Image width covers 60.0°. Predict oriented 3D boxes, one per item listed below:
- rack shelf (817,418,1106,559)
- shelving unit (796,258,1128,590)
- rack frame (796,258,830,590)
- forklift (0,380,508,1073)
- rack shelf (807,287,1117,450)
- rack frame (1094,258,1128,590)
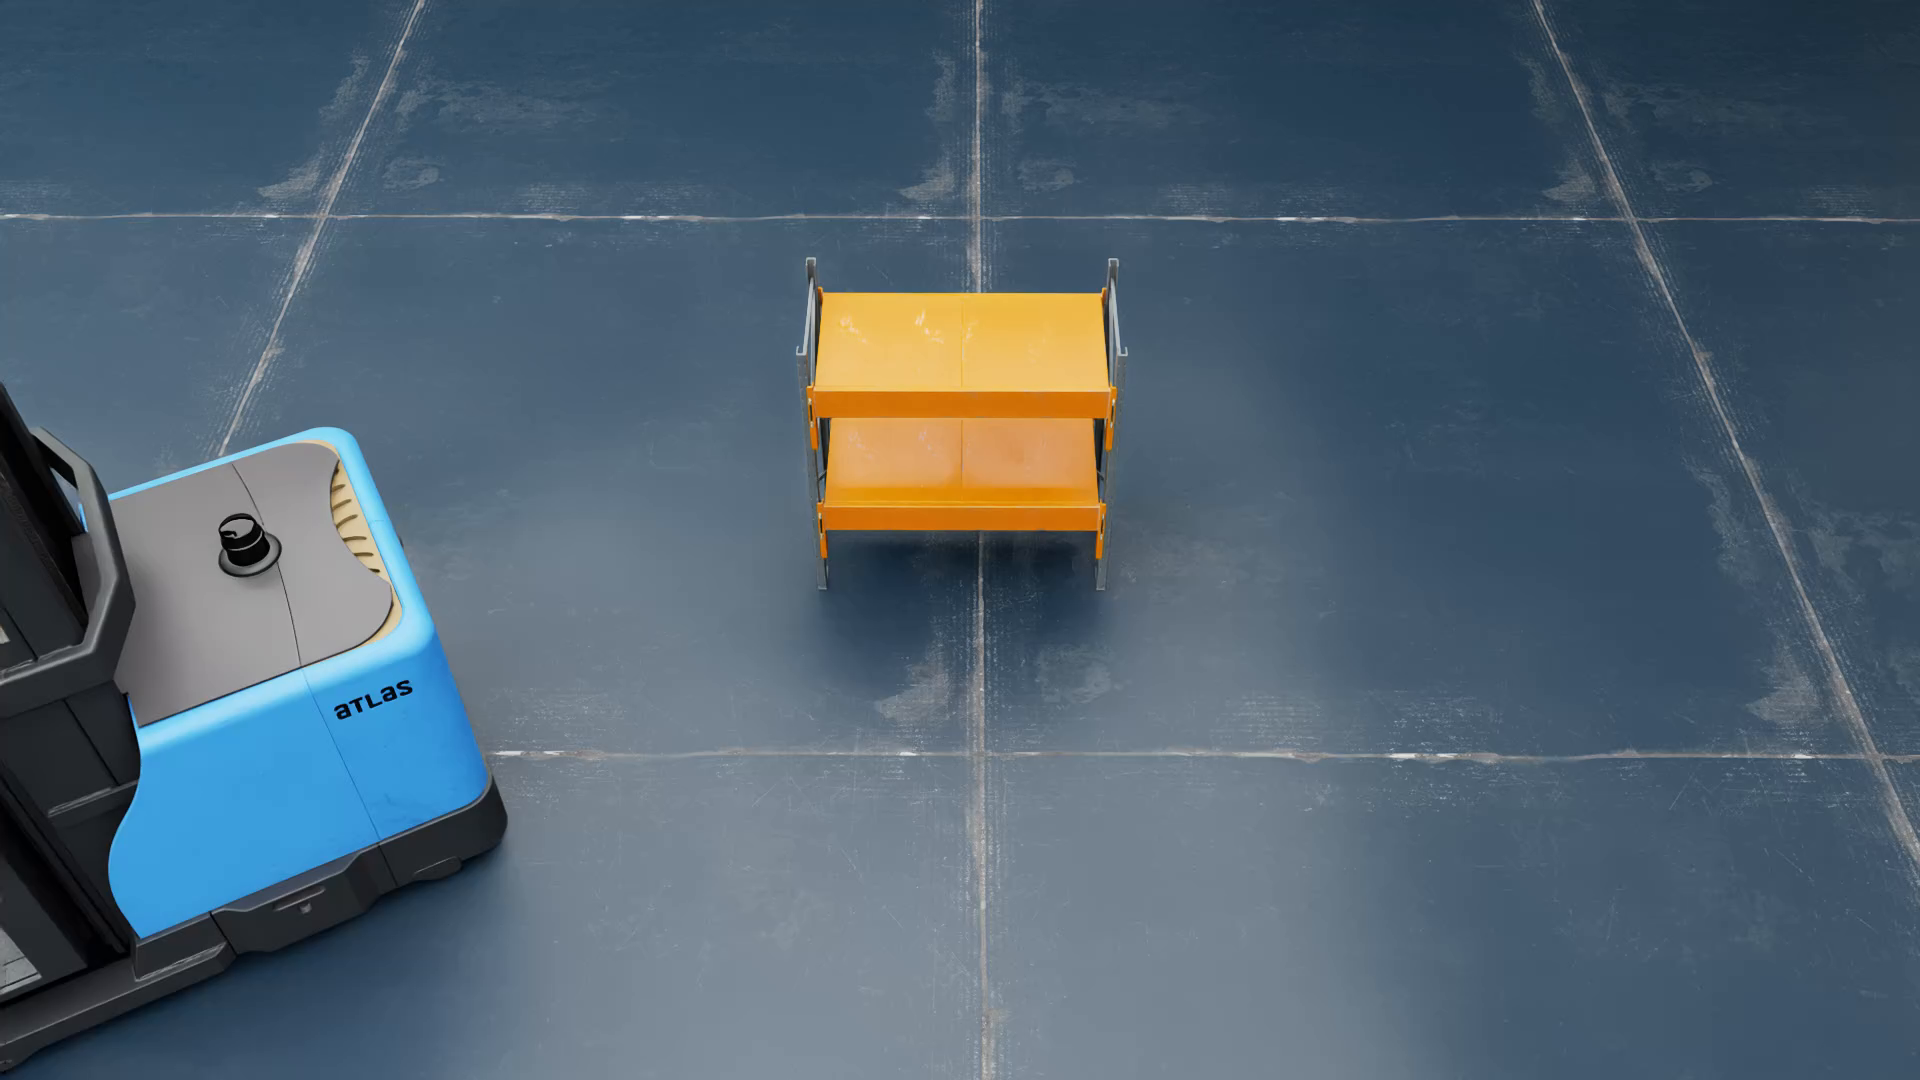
[{"bbox_3d":[0.007,-0.217,6.017,1.000,0.278,0.538,0,47,0],"label":"rack shelf"},{"bbox_3d":[0.007,-0.383,5.838,1.048,1.125,0.538,0,47,0],"label":"shelving unit"},{"bbox_3d":[-0.502,-0.385,5.840,0.032,1.125,0.500,0,47,0],"label":"rack frame"},{"bbox_3d":[-2.988,0.185,4.076,3.031,2.935,1.130,-22,51,-19],"label":"forklift"},{"bbox_3d":[0.007,-0.583,5.624,1.000,0.278,0.538,0,47,0],"label":"rack shelf"},{"bbox_3d":[0.515,-0.382,5.837,0.032,1.125,0.500,0,47,0],"label":"rack frame"}]
